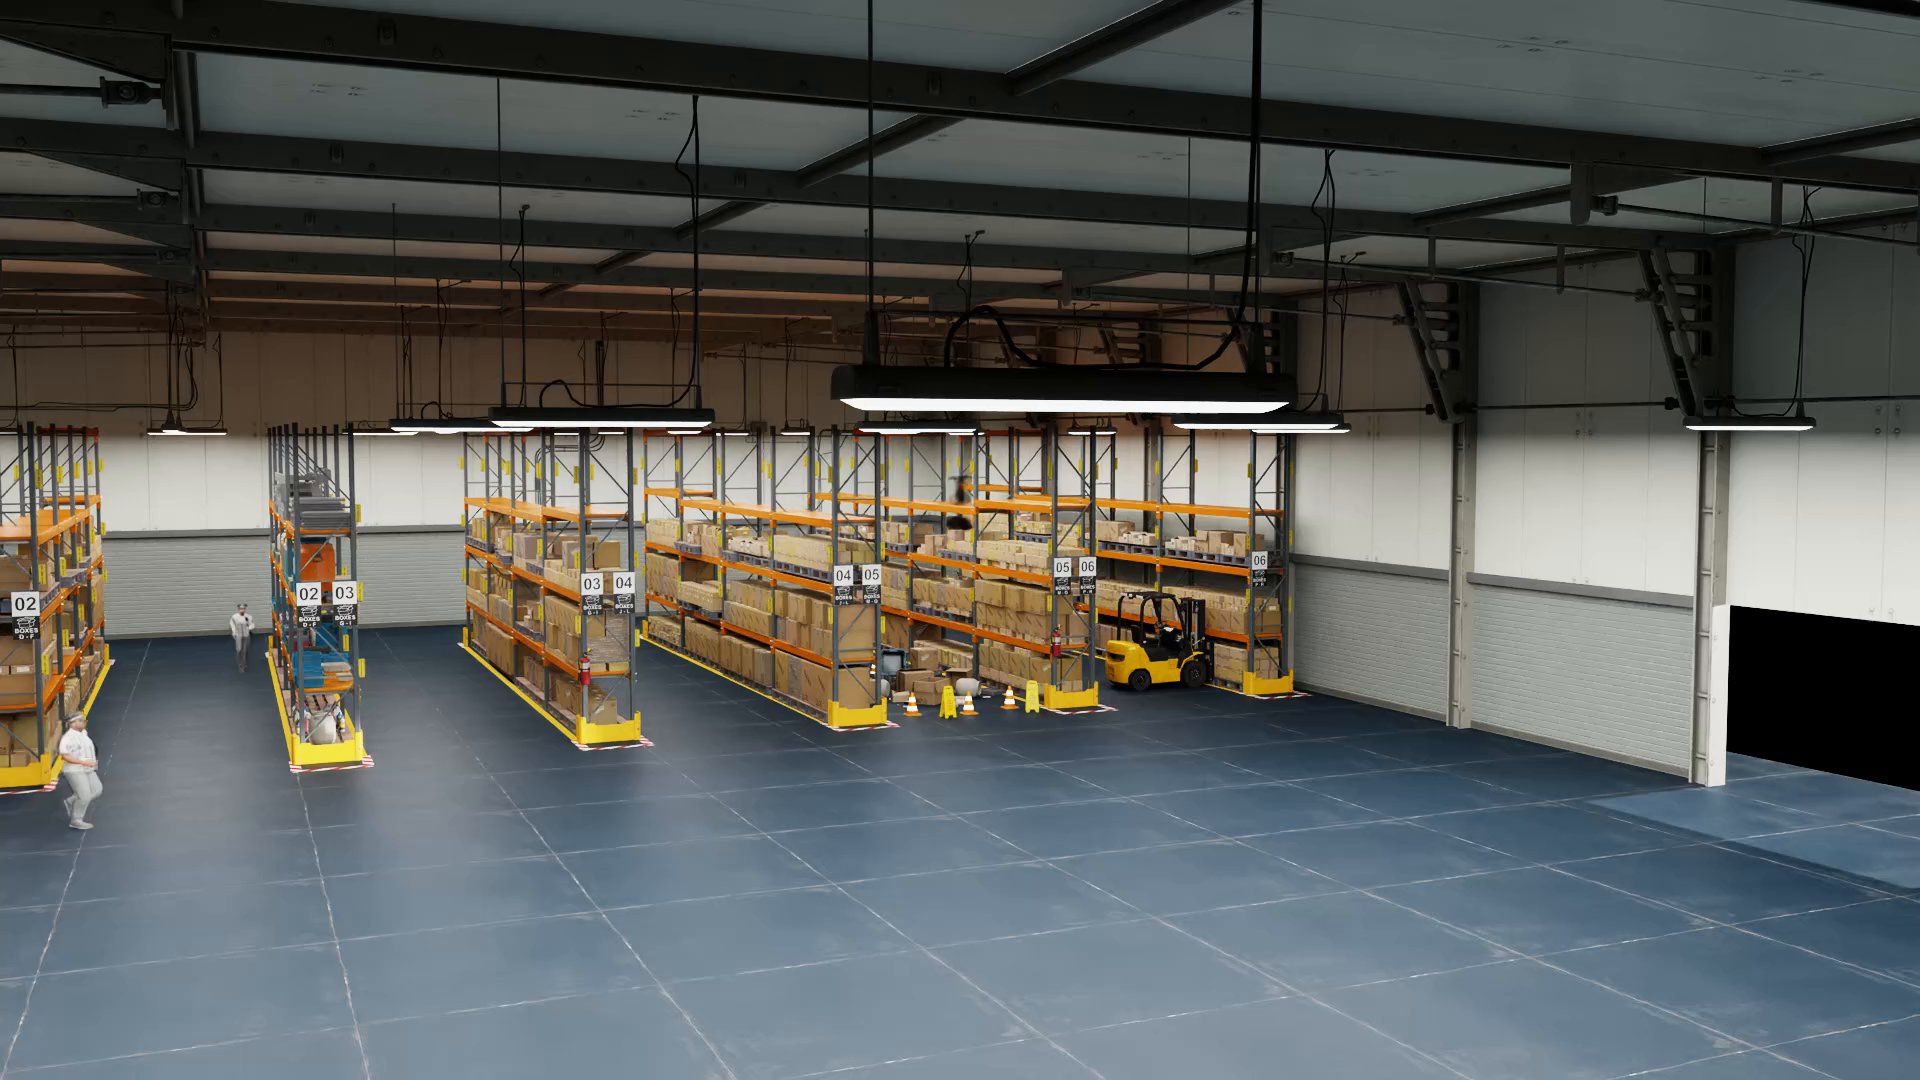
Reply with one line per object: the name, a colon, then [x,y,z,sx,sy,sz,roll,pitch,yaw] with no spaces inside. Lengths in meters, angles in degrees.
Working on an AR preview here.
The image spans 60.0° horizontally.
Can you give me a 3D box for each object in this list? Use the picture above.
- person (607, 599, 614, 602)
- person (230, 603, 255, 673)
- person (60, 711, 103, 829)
person: [-9.709,2.024,46.515,0.737,1.734,0.616,-1,4,-17]
person: [-17.617,2.408,40.853,0.547,1.743,0.832,-2,4,-26]
person: [-12.916,3.370,24.423,0.573,1.738,0.664,0,3,-1]
